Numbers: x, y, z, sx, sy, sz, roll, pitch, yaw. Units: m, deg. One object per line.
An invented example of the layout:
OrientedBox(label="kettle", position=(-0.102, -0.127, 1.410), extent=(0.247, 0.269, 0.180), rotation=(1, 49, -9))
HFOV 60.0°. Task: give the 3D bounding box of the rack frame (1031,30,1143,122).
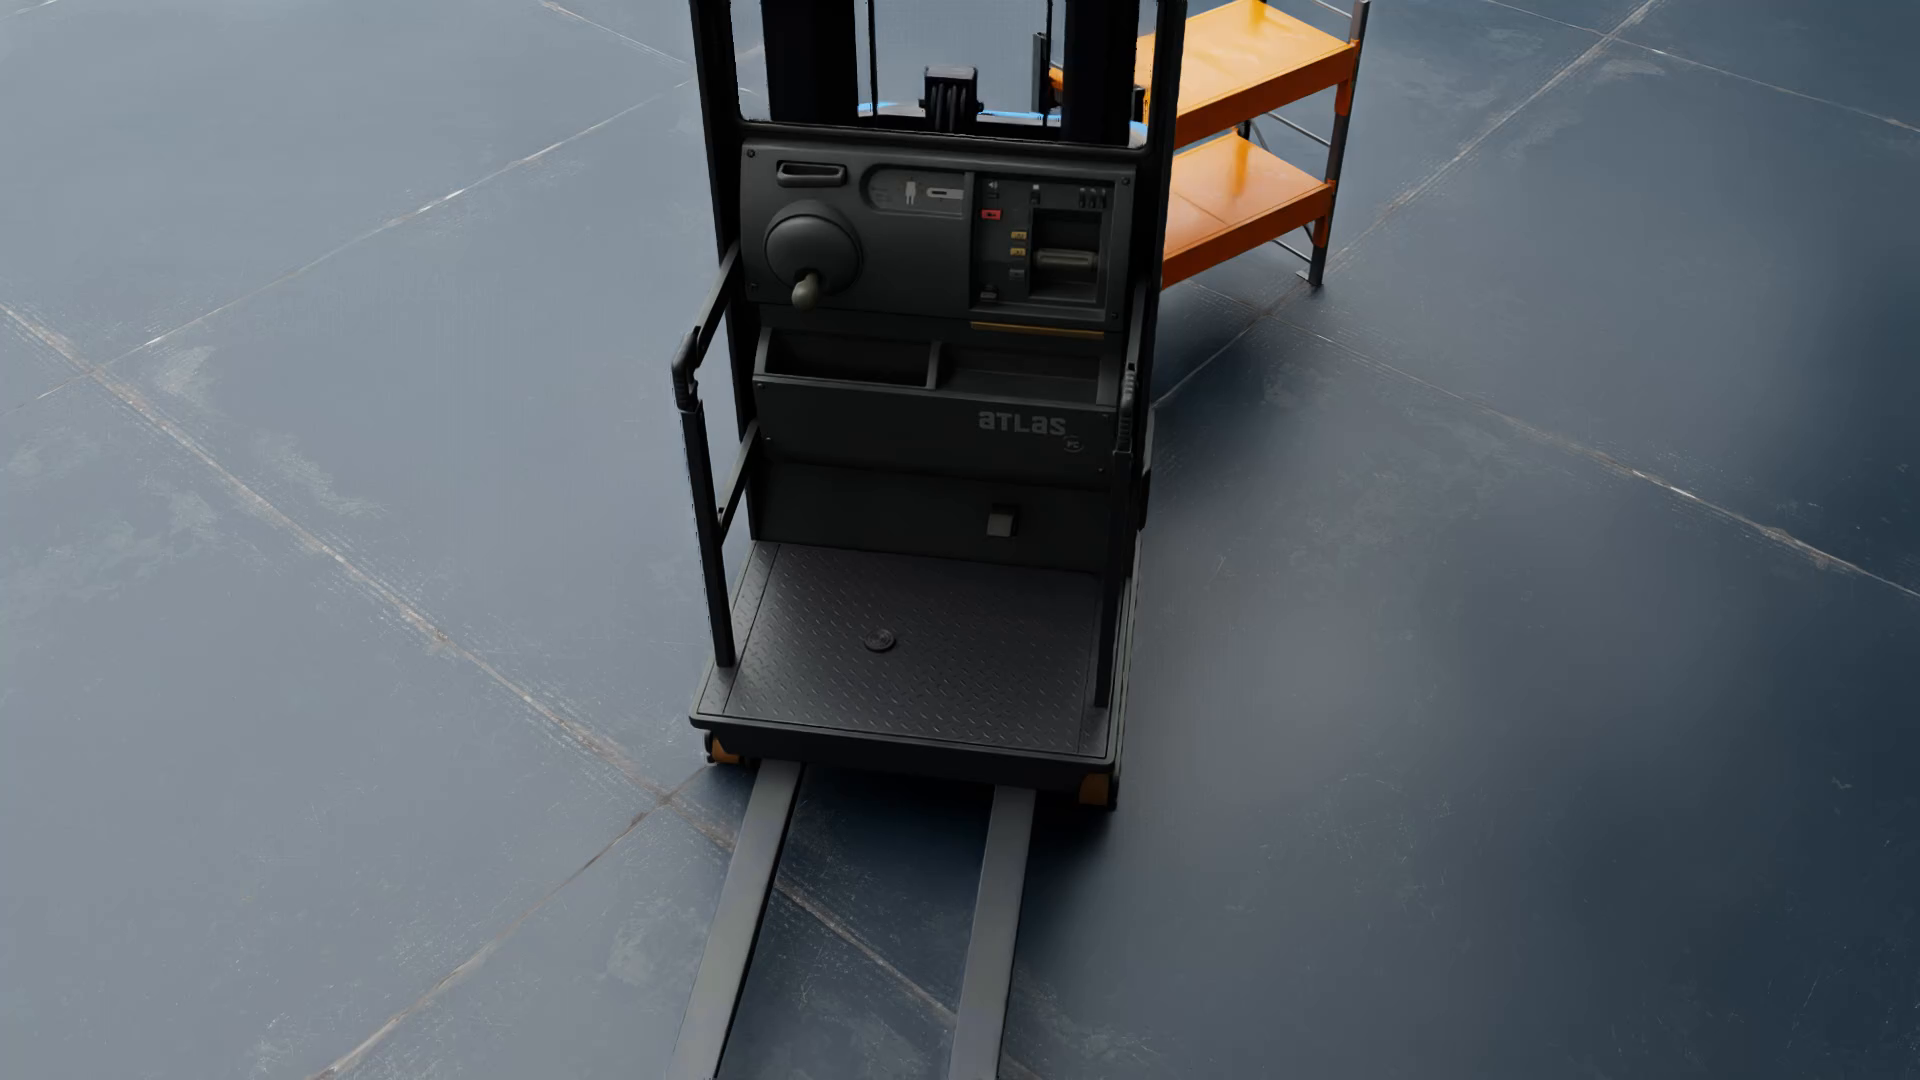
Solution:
OrientedBox(label="rack frame", position=(0.401, -1.103, 5.626), extent=(0.032, 1.125, 0.500), rotation=(-27, 49, -27))

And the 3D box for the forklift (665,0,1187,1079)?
OrientedBox(label="forklift", position=(-0.088, -0.632, 3.767), extent=(1.130, 2.935, 3.031), rotation=(6, 43, 6))

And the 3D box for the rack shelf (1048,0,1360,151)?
OrientedBox(label="rack shelf", position=(0.806, -1.526, 5.657), extent=(1.000, 0.278, 0.538), rotation=(-27, 49, -27))

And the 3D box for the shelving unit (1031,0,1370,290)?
OrientedBox(label="shelving unit", position=(0.806, -1.309, 5.854), extent=(1.048, 1.125, 0.538), rotation=(-27, 49, -27))

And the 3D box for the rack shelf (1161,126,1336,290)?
OrientedBox(label="rack shelf", position=(0.806, -1.129, 6.018), extent=(1.000, 0.278, 0.538), rotation=(-27, 49, -27))

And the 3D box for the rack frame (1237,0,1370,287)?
OrientedBox(label="rack frame", position=(1.210, -1.516, 6.081), extent=(0.032, 1.125, 0.500), rotation=(-27, 49, -27))
